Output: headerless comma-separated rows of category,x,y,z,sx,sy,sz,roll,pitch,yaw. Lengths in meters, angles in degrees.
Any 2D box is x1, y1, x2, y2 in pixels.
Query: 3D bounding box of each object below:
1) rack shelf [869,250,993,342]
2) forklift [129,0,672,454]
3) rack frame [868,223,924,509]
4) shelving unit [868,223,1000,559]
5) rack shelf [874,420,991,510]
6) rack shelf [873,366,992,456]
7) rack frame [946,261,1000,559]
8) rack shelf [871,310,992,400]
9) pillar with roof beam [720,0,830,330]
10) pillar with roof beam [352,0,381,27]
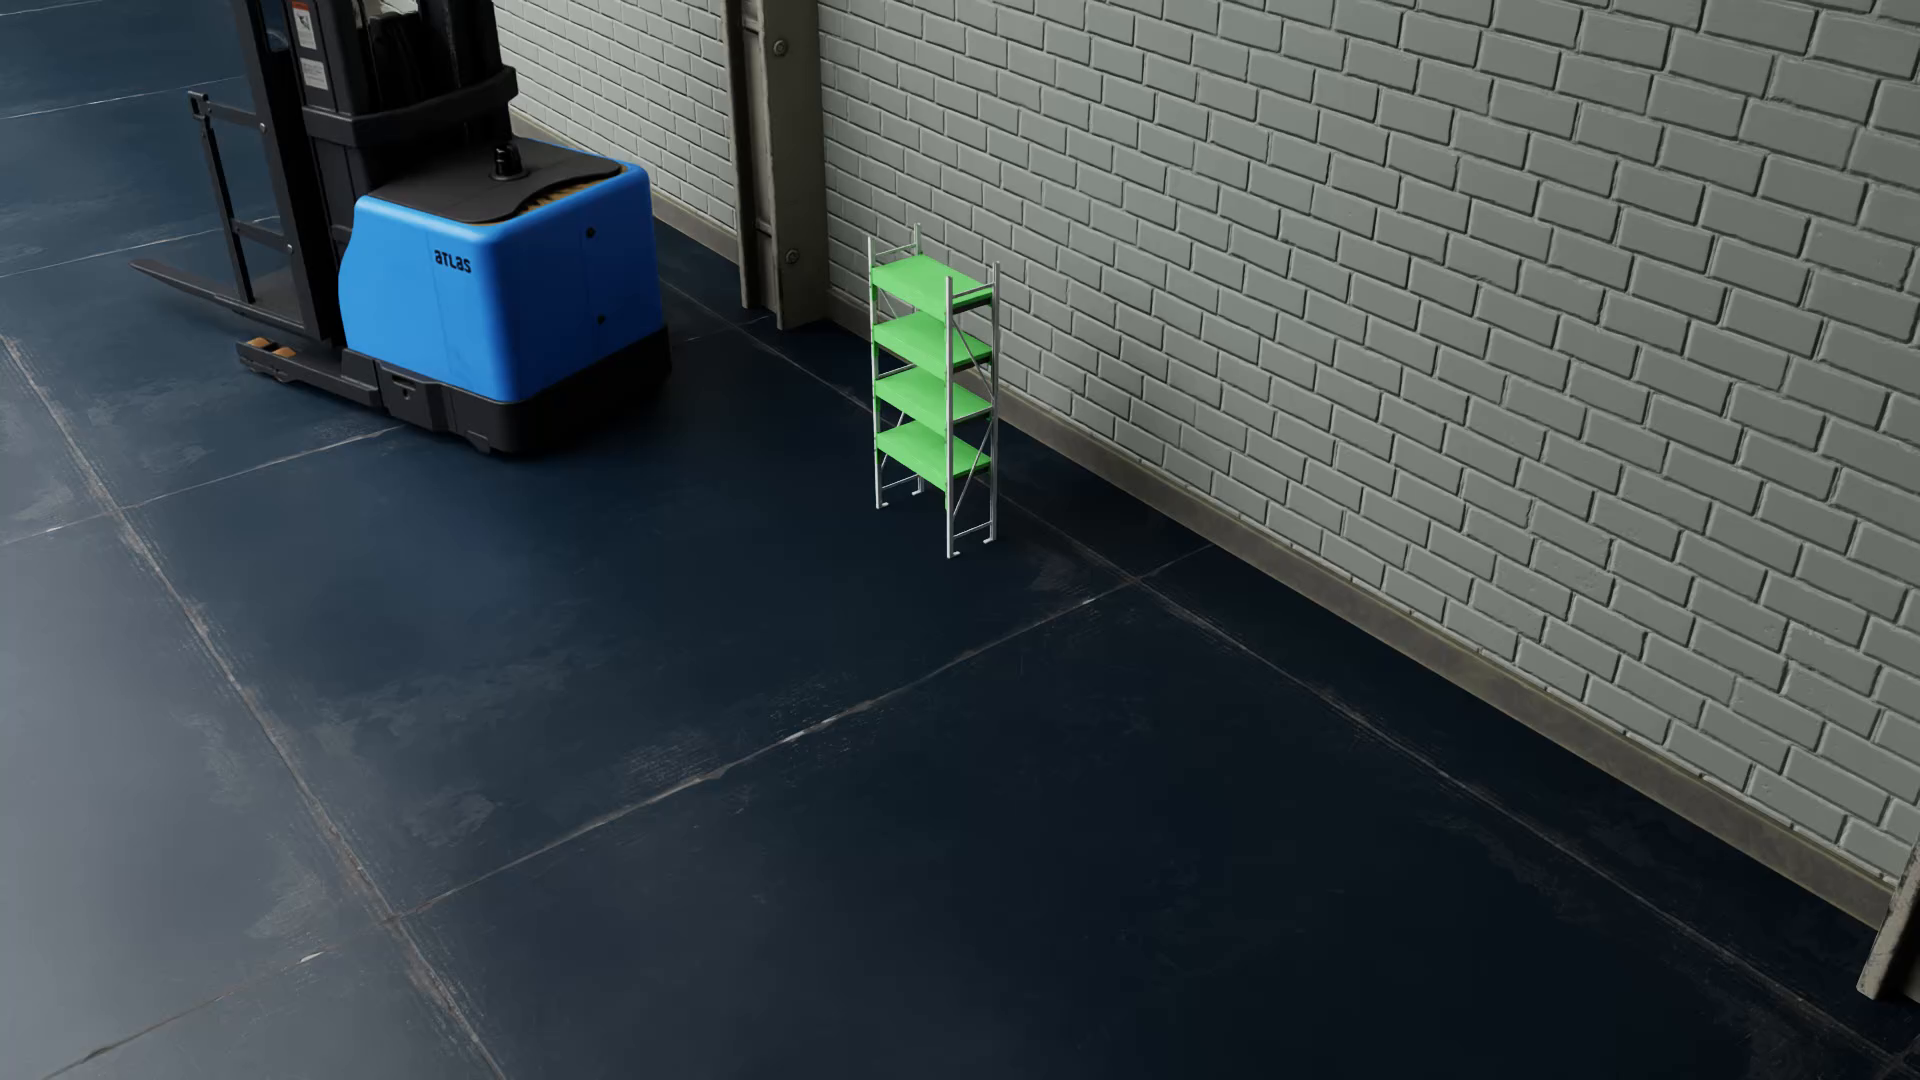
rack shelf,-0.102,-0.932,6.325,0.258,0.148,0.480,-22,38,-31
forklift,-2.882,-2.210,7.531,3.031,2.935,1.130,19,37,28
rack frame,-0.251,-0.680,6.708,0.240,1.200,0.015,-22,38,-31
shelving unit,-0.102,-0.579,6.545,0.258,1.200,0.503,-22,38,-31
rack shelf,-0.102,-0.321,6.705,0.258,0.148,0.480,-22,38,-31
rack shelf,-0.102,-0.524,6.578,0.258,0.148,0.480,-22,38,-31
rack frame,0.048,-0.477,6.381,0.240,1.200,0.015,-22,38,-31
rack shelf,-0.102,-0.728,6.452,0.258,0.148,0.480,-22,38,-31
pillar with roof beam,-4.304,-3.628,4.062,9.100,9.000,0.400,-22,38,-31
pillar with roof beam,-7.983,-6.129,8.088,9.100,9.000,0.400,-22,38,-31
